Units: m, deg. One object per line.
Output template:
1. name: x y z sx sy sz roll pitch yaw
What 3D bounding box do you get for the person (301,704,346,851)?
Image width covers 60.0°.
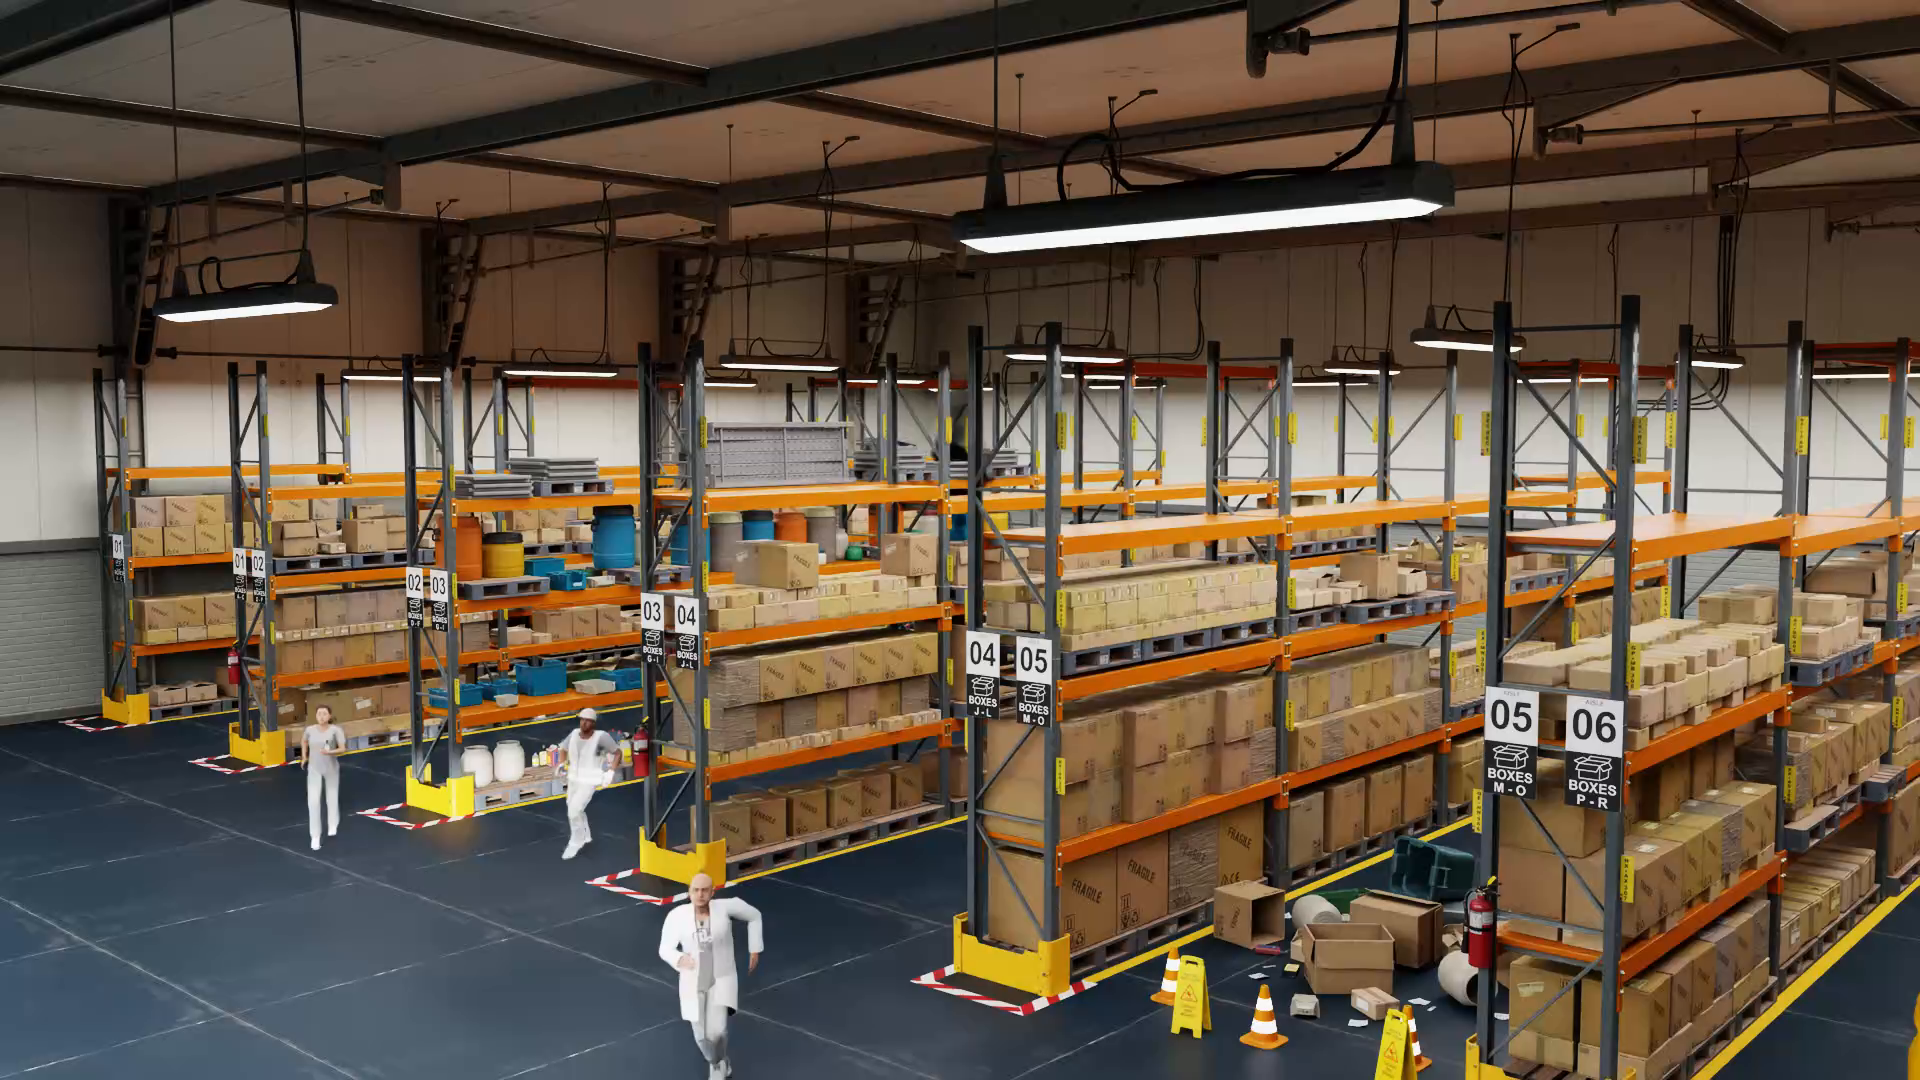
1. person: -7.723 2.834 20.186 0.535 1.715 0.771 -1 4 -15

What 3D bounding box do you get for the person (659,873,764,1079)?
1. person: -1.883 3.362 12.570 0.759 1.726 0.794 0 4 -1

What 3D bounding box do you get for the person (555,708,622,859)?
1. person: -4.413 2.858 19.596 0.745 1.789 0.674 2 5 28
